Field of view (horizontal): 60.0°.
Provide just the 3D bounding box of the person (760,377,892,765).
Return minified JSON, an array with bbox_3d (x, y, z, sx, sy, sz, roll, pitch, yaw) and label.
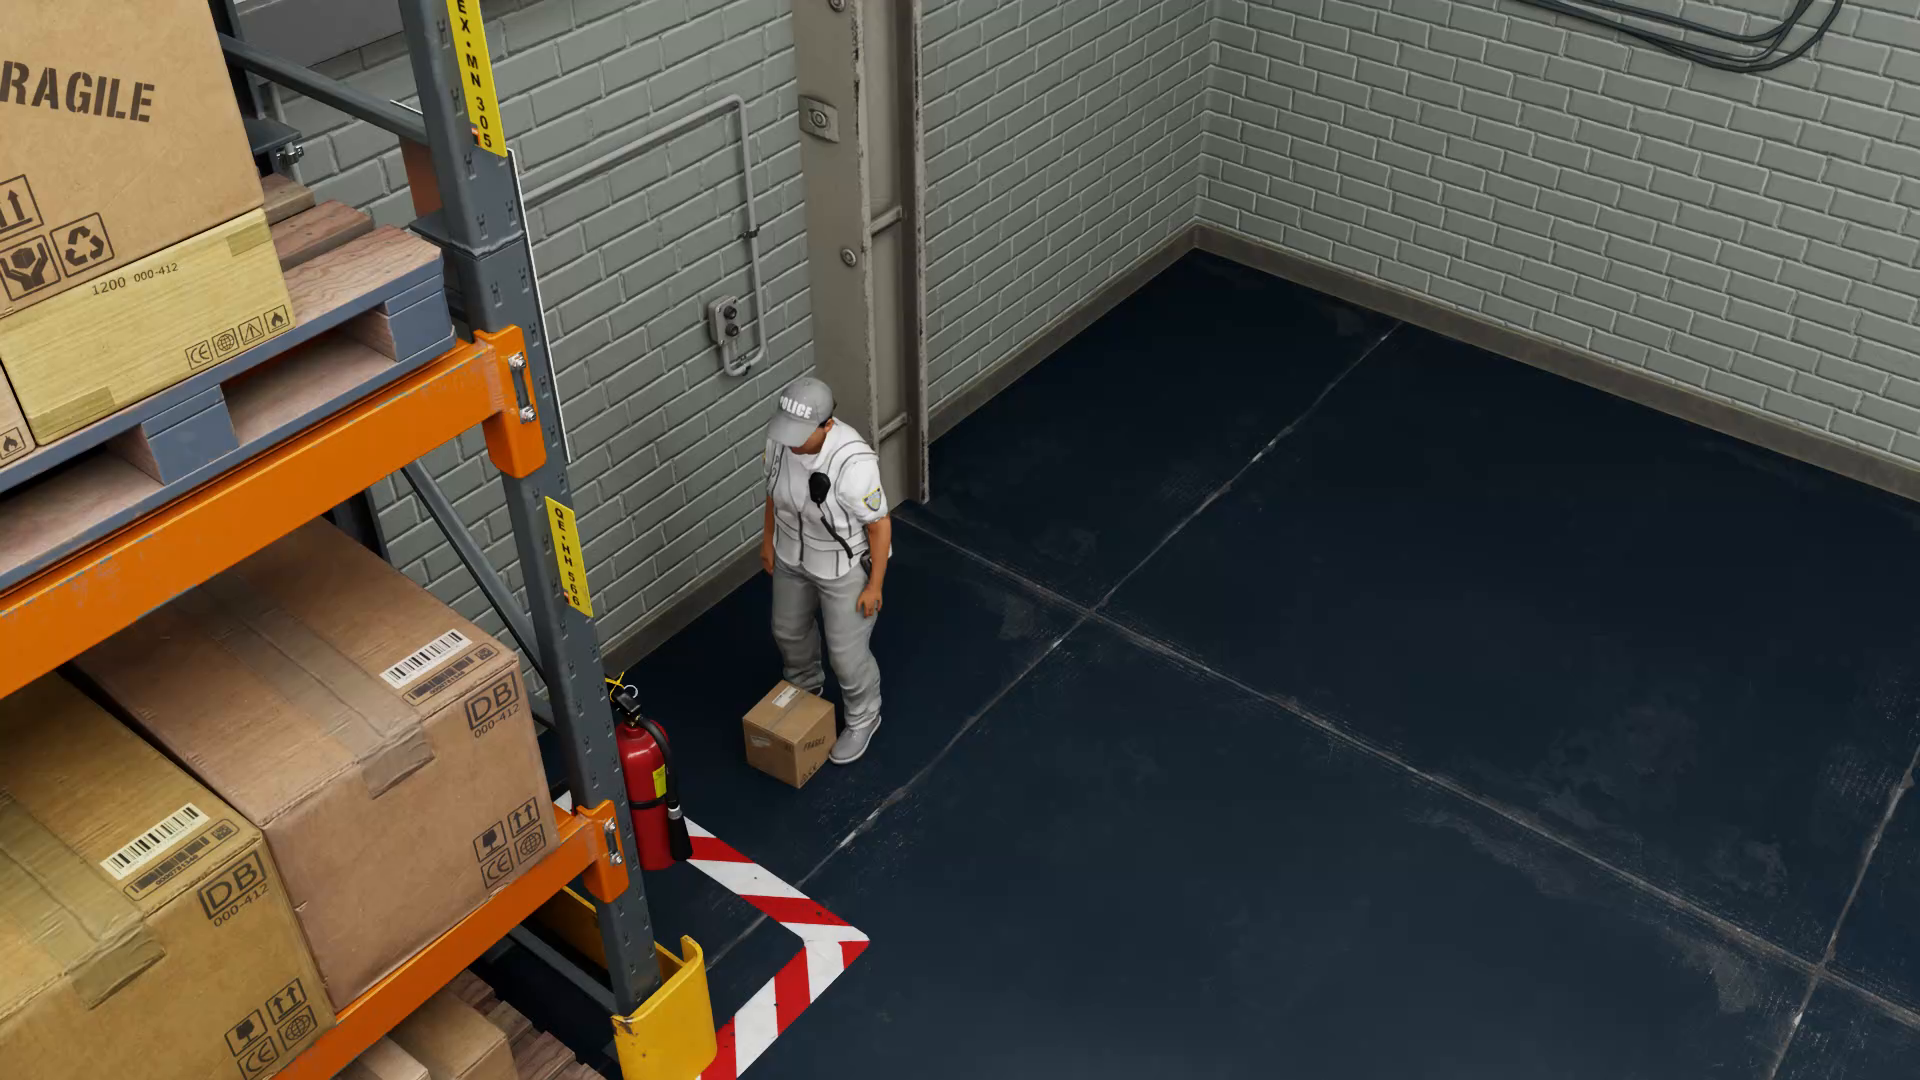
[{"bbox_3d":[-0.512,0.086,6.043,0.564,1.666,0.466,23,45,26],"label":"person"}]
